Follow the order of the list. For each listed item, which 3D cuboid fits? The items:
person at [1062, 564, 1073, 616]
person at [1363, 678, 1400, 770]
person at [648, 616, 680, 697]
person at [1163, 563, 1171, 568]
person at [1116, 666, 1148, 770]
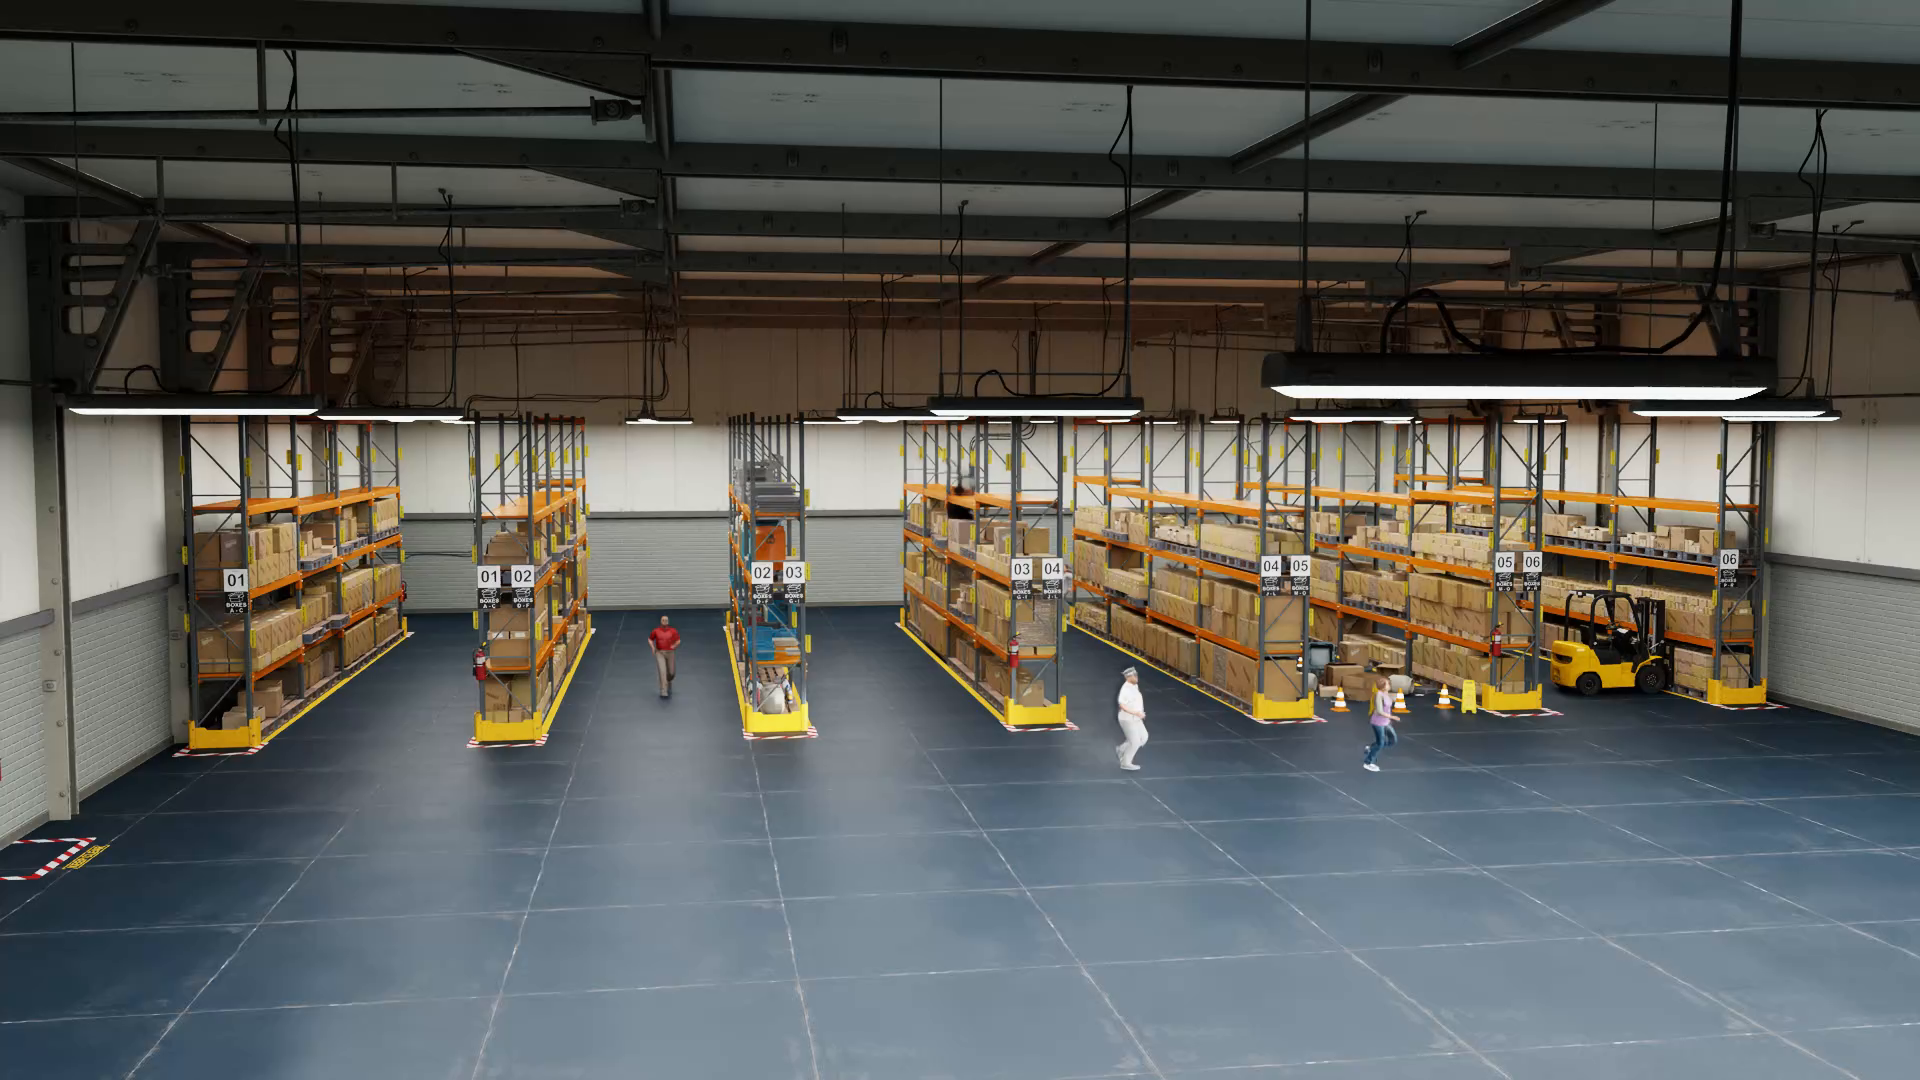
[{"bbox_3d":[3.095,1.544,49.477,0.761,1.679,0.643,-2,4,-27],"label":"person"},{"bbox_3d":[7.055,3.064,27.717,0.630,1.555,0.567,2,5,31],"label":"person"},{"bbox_3d":[-6.302,2.464,35.496,0.675,1.687,0.830,-1,4,-16],"label":"person"},{"bbox_3d":[6.344,1.546,50.397,0.611,1.549,0.577,0,4,-5],"label":"person"},{"bbox_3d":[2.867,2.965,27.720,0.574,1.736,0.640,2,4,21],"label":"person"}]
